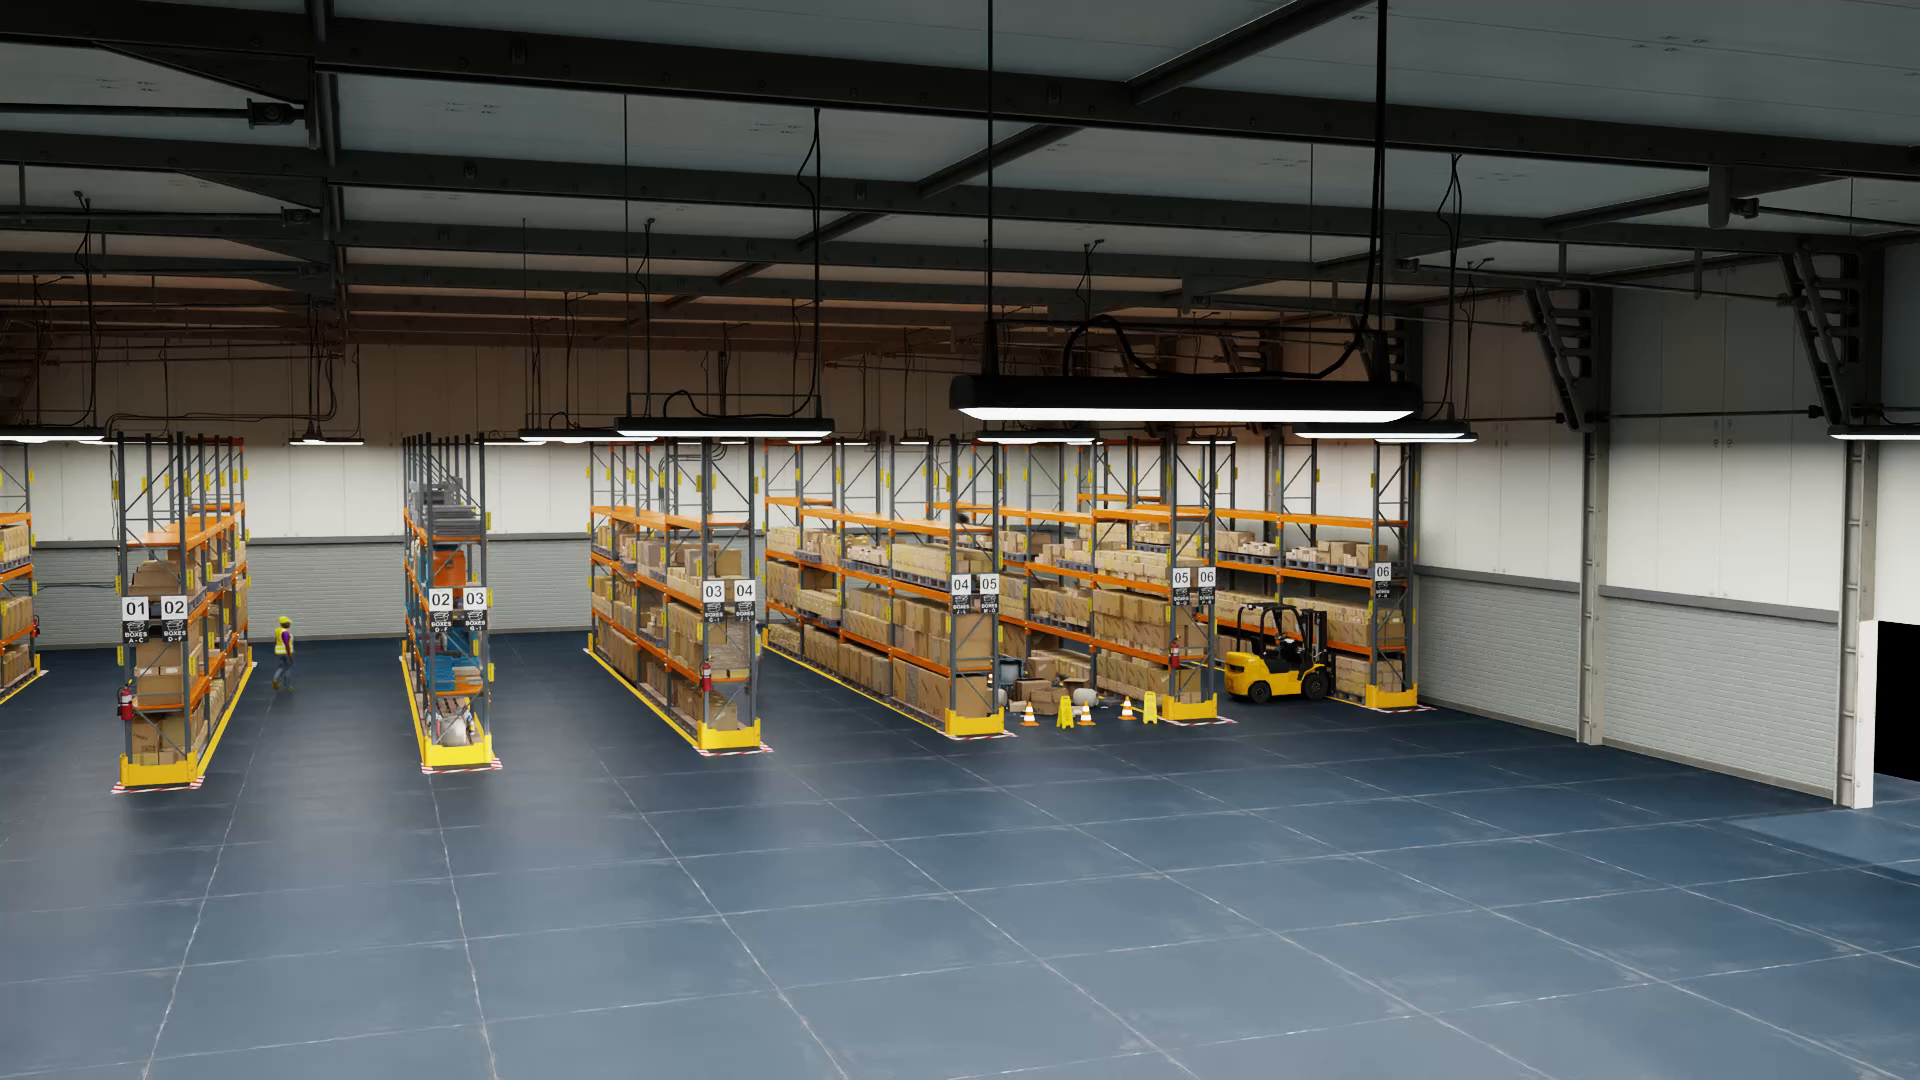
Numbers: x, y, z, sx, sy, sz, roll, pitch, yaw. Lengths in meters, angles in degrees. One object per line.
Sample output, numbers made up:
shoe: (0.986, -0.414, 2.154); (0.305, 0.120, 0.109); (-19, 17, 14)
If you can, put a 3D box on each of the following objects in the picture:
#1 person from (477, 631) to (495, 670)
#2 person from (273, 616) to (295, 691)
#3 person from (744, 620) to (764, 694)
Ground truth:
person: (-12.328, 2.518, 42.963); (0.486, 1.685, 0.543); (1, 3, 14)
person: (-15.879, 2.669, 38.987); (0.530, 1.759, 0.603); (1, 3, 12)
person: (-4.820, 2.691, 38.620); (0.558, 1.792, 0.466); (1, 3, 18)
